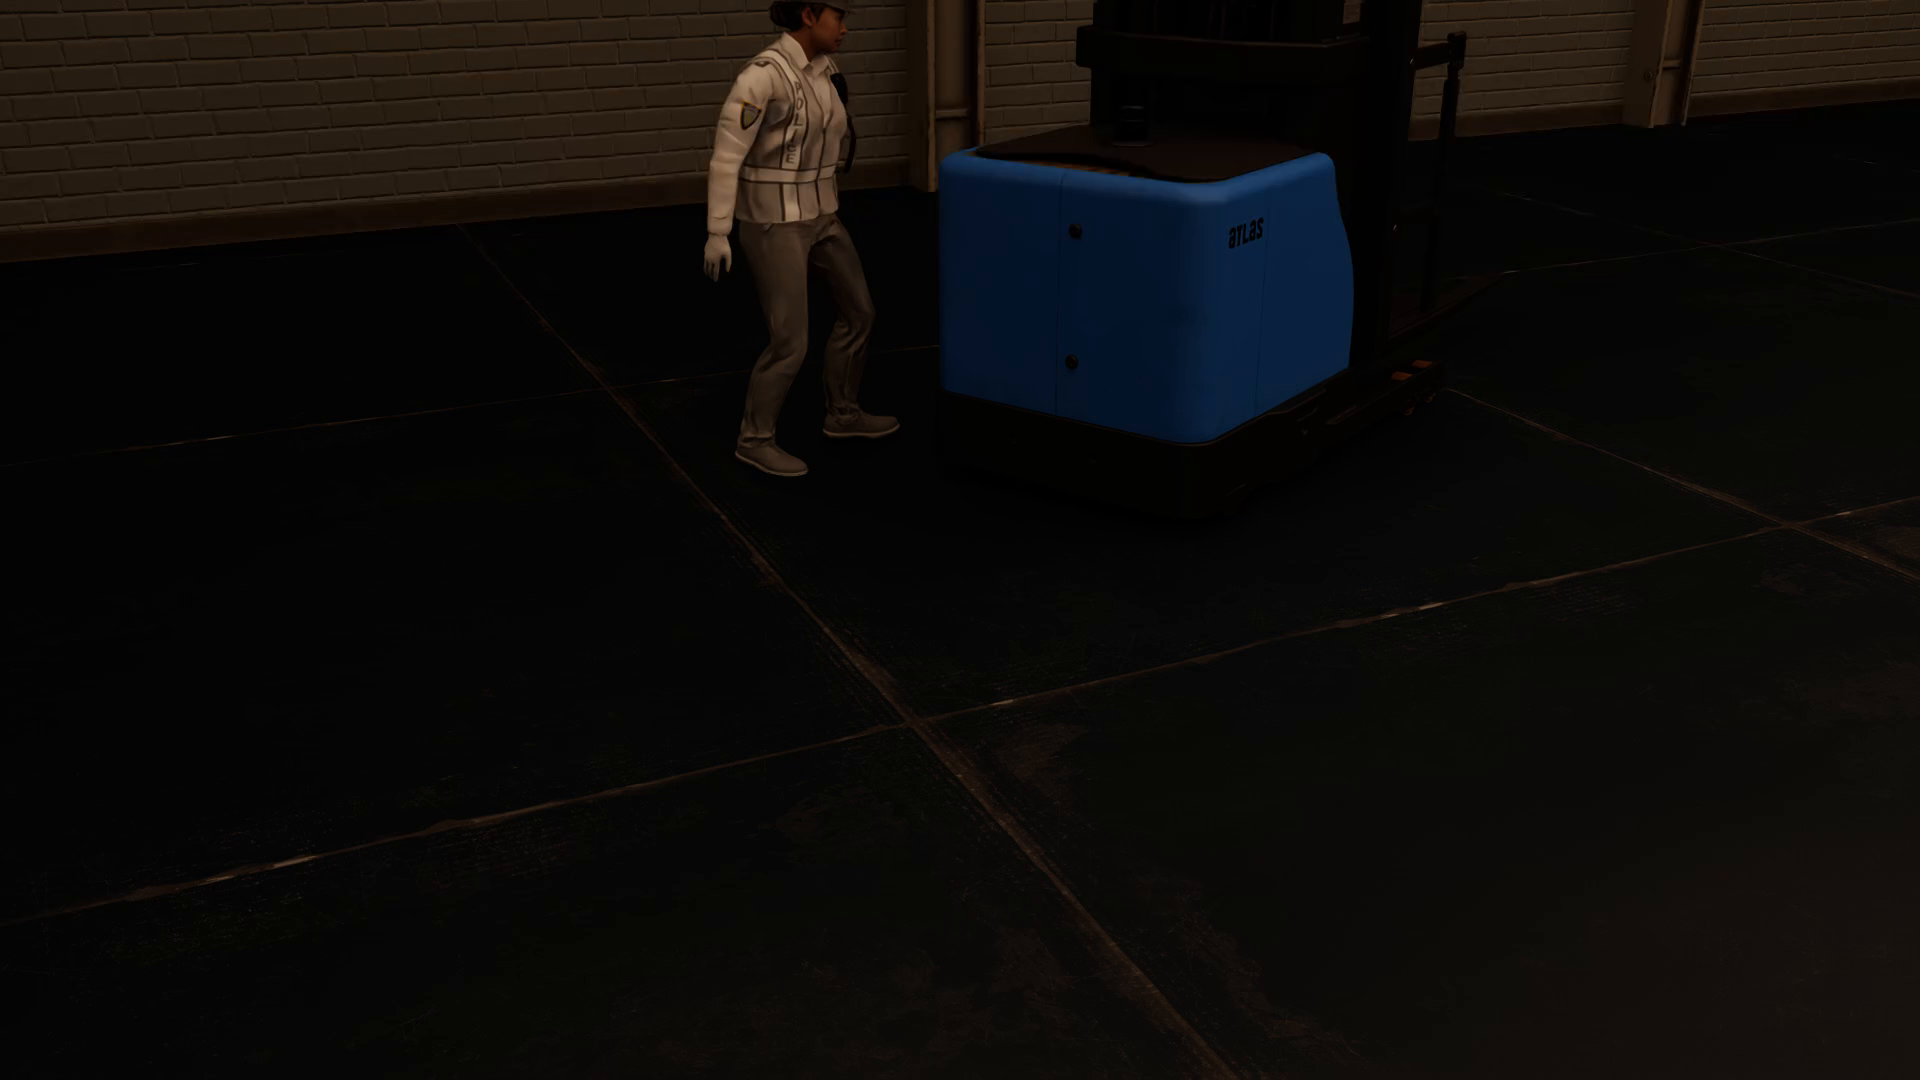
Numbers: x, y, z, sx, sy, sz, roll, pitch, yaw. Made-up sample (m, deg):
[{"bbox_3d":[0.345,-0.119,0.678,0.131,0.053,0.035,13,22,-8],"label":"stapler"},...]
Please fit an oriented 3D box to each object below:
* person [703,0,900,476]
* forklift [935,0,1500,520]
[{"bbox_3d":[-0.529,-1.031,5.488,0.403,1.638,0.800,12,25,26],"label":"person"},{"bbox_3d":[1.201,-1.918,5.902,1.130,2.935,3.031,16,27,34],"label":"forklift"}]
